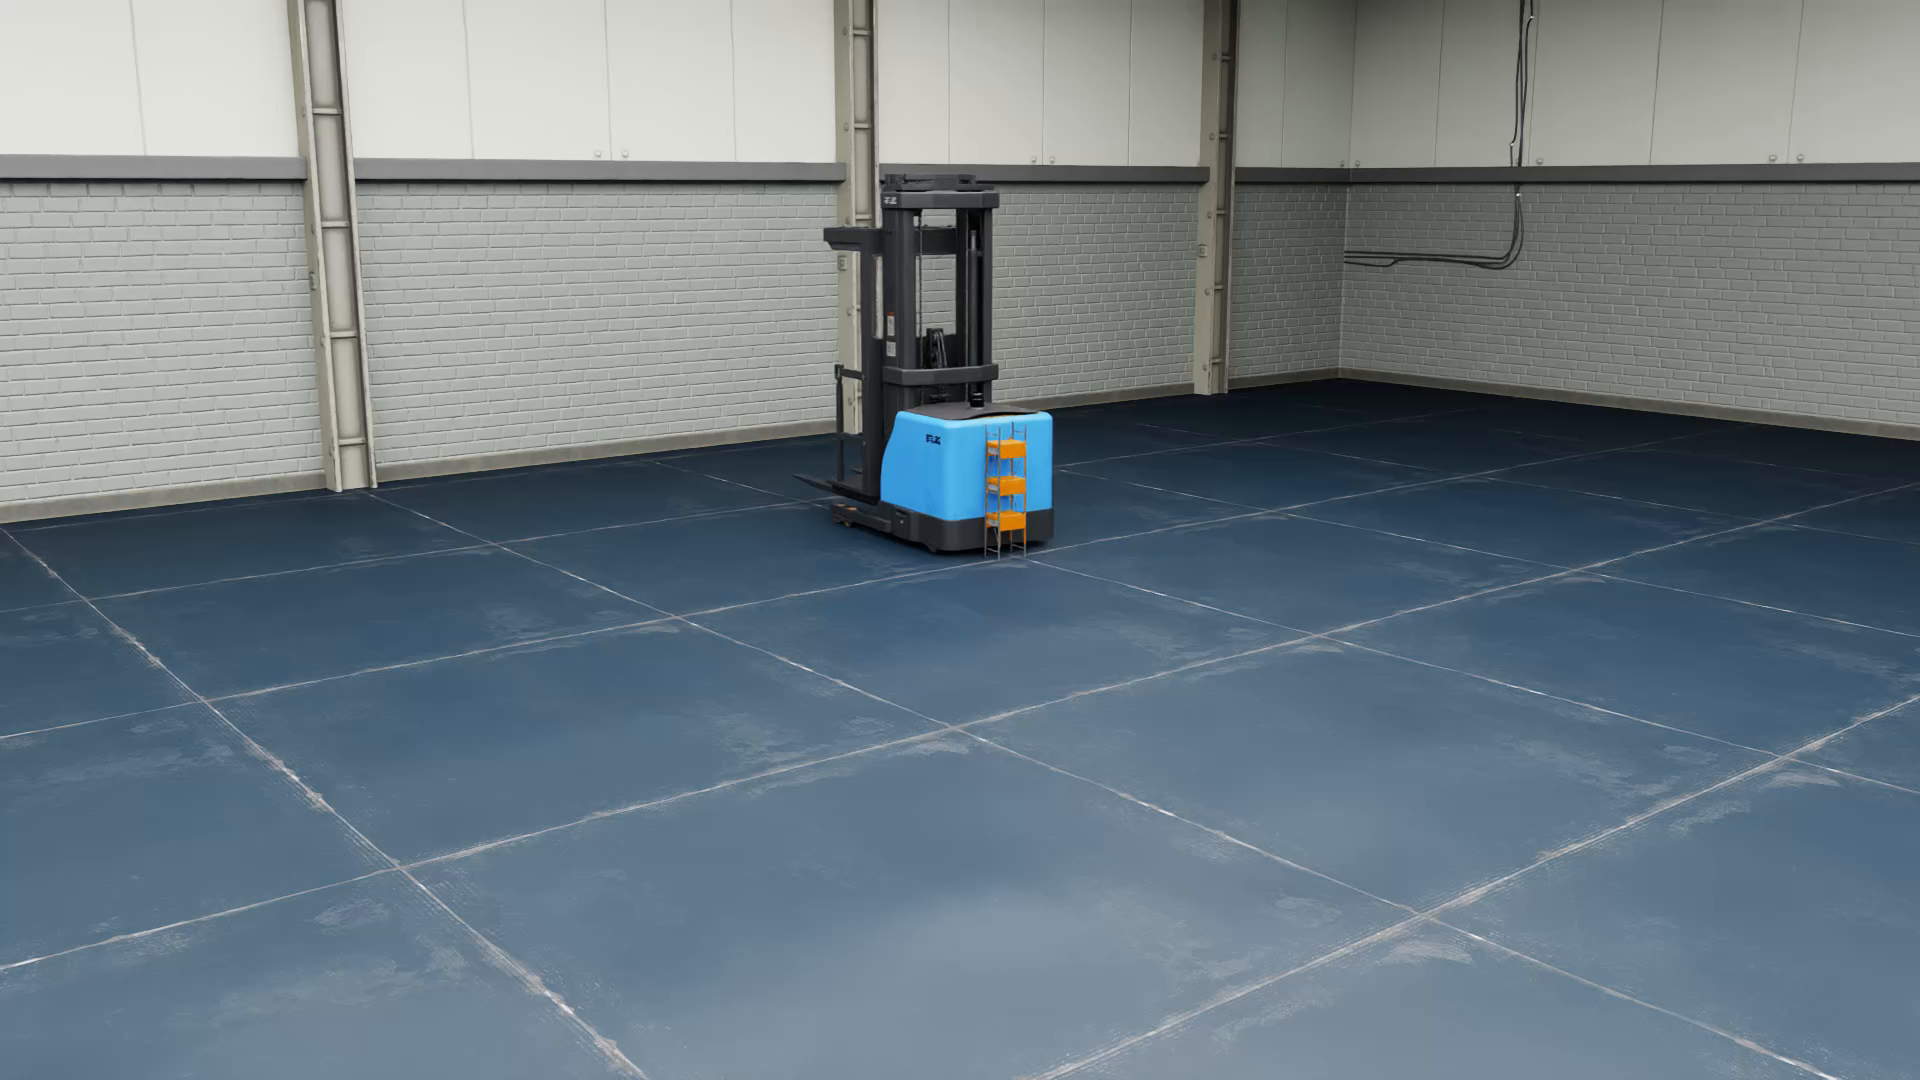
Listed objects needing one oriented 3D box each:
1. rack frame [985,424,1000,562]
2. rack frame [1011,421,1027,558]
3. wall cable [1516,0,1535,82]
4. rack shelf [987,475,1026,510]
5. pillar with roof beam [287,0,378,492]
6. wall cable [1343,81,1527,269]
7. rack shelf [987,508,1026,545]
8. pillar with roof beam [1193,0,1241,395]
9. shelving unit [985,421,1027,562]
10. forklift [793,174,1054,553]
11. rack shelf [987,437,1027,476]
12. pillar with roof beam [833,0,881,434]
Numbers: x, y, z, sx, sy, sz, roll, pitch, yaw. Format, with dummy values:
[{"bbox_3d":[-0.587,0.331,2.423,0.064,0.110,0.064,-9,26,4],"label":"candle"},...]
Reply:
[{"bbox_3d":[0.250,-0.364,12.816,0.008,1.050,0.200,-8,14,-32],"label":"rack frame"},{"bbox_3d":[0.456,-0.391,12.943,0.008,1.050,0.200,-8,14,-32],"label":"rack frame"},{"bbox_3d":[8.328,-7.146,20.936,0.112,2.526,3.097,-9,15,-38],"label":"wall cable"},{"bbox_3d":[0.353,-0.367,12.882,0.240,0.259,0.215,-8,14,-32],"label":"rack shelf"},{"bbox_3d":[-3.169,-4.210,11.793,0.400,9.000,9.100,-9,15,-38],"label":"pillar with roof beam"},{"bbox_3d":[6.638,-5.115,23.527,0.112,2.526,3.097,-9,15,-38],"label":"wall cable"},{"bbox_3d":[0.353,-0.096,12.940,0.240,0.259,0.215,-8,14,-32],"label":"rack shelf"},{"bbox_3d":[6.201,-5.768,19.126,0.400,9.000,9.100,-9,15,-38],"label":"pillar with roof beam"},{"bbox_3d":[0.353,-0.378,12.880,0.252,1.050,0.215,-8,14,-32],"label":"shelving unit"},{"bbox_3d":[-0.461,-1.594,14.077,1.130,2.935,3.031,-8,14,-32],"label":"forklift"},{"bbox_3d":[0.353,-0.645,12.822,0.240,0.259,0.215,-8,14,-32],"label":"rack shelf"},{"bbox_3d":[1.516,-4.989,15.459,0.400,9.000,9.100,-9,15,-38],"label":"pillar with roof beam"}]
